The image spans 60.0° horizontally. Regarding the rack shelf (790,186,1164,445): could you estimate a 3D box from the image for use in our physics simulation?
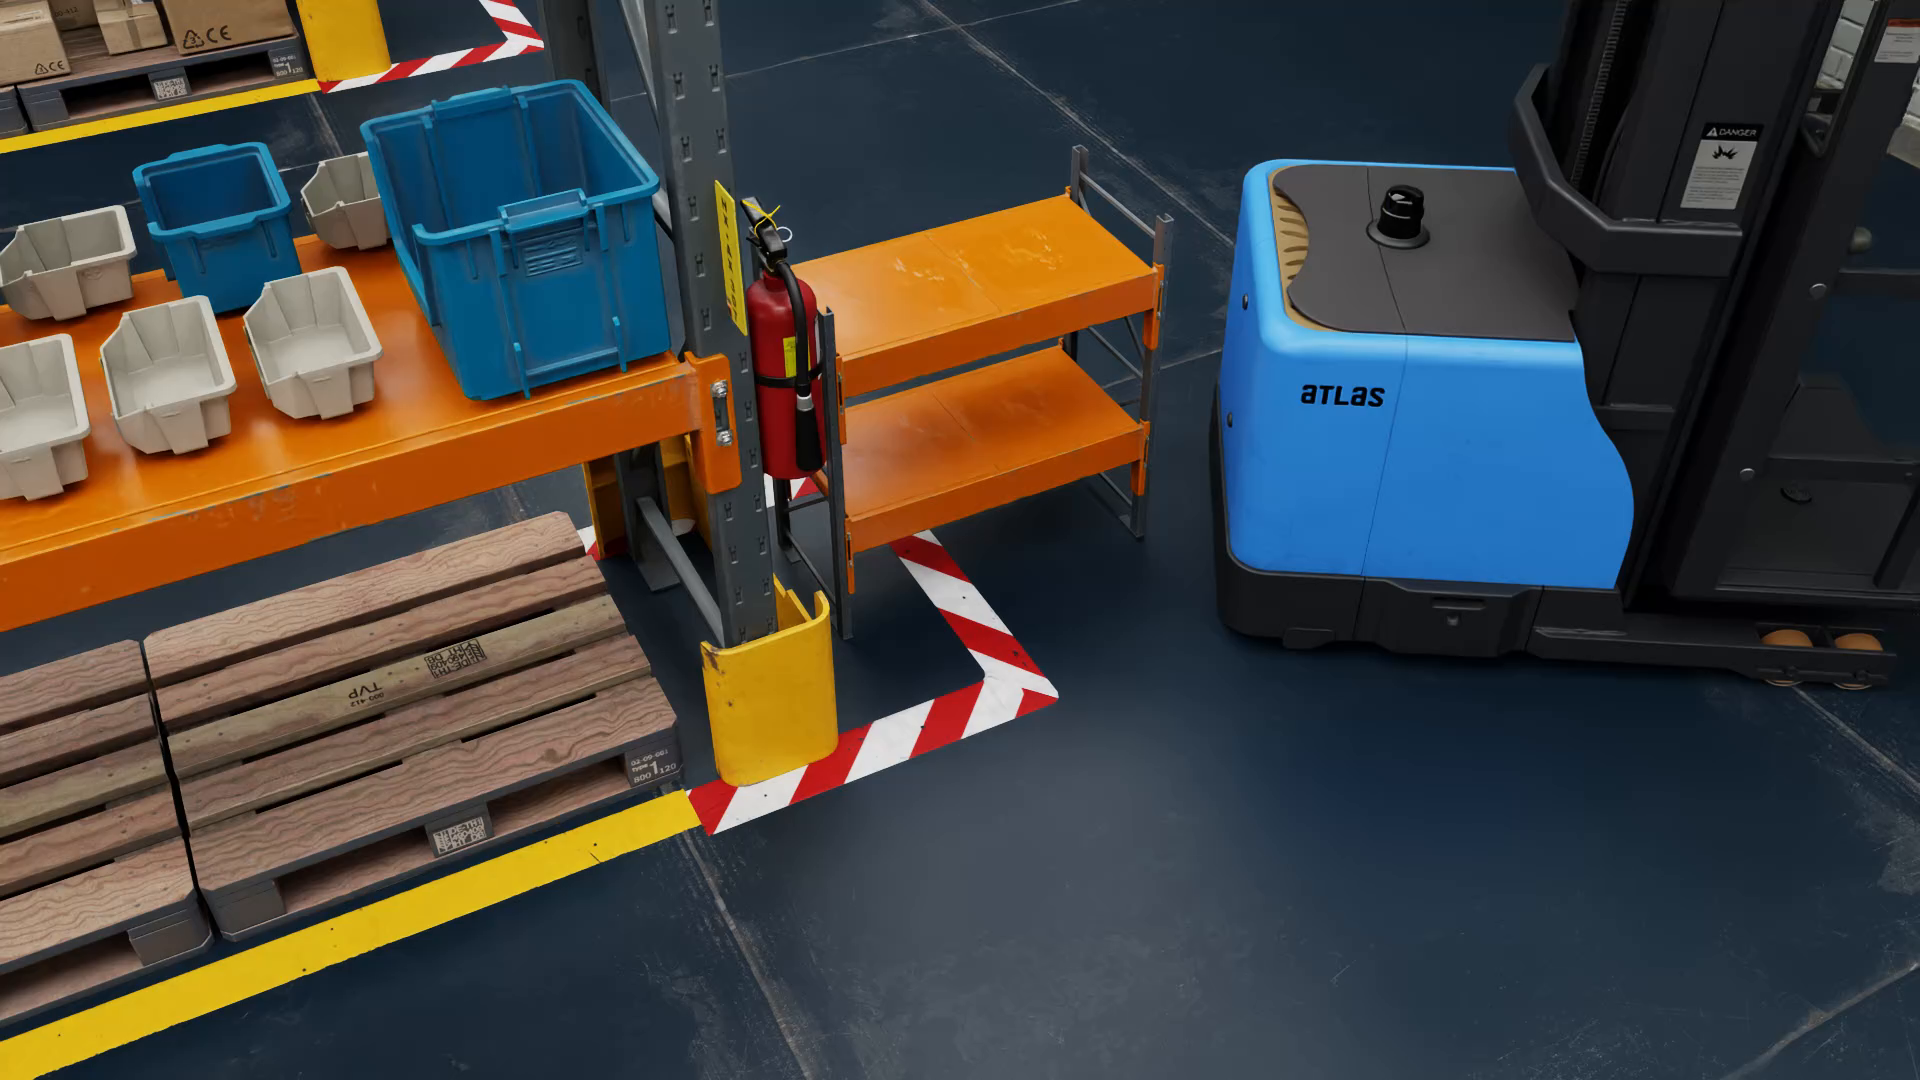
[{"bbox_3d":[0.006,-0.655,4.700,1.000,0.278,0.538,-19,44,-21],"label":"rack shelf"}]

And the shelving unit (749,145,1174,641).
[{"bbox_3d":[0.006,-0.431,4.889,1.048,1.125,0.538,-19,44,-21],"label":"shelving unit"}]

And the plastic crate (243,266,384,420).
[{"bbox_3d":[-1.390,-0.413,3.574,0.243,0.136,0.396,-19,44,-21],"label":"plastic crate"}]

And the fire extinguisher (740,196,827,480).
[{"bbox_3d":[-0.406,-0.451,3.809,0.183,0.674,0.296,-19,44,-21],"label":"fire extinguisher"}]

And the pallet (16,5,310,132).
[{"bbox_3d":[-3.809,-2.352,7.865,1.213,0.211,1.003,-19,44,-21],"label":"pallet"}]

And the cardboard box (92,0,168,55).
[{"bbox_3d":[-3.804,-2.391,7.606,0.250,0.166,0.380,-19,44,-21],"label":"cardboard box"}]

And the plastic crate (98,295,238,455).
[{"bbox_3d":[-1.653,-0.335,3.482,0.243,0.136,0.396,-19,44,-21],"label":"plastic crate"}]

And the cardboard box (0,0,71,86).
[{"bbox_3d":[-4.260,-2.226,7.346,0.500,0.250,0.500,-19,44,-21],"label":"cardboard box"}]

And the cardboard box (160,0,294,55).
[{"bbox_3d":[-3.403,-2.588,7.580,0.500,0.500,0.500,-19,44,-21],"label":"cardboard box"}]

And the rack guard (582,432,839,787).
[{"bbox_3d":[-0.735,0.102,4.743,0.348,0.500,1.175,-19,44,-21],"label":"rack guard"}]

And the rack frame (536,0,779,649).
[{"bbox_3d":[-0.750,-0.838,3.918,0.127,3.000,1.000,-19,44,-21],"label":"rack frame"}]

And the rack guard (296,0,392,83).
[{"bbox_3d":[-3.102,-2.701,8.054,0.348,0.500,1.175,-19,44,-21],"label":"rack guard"}]

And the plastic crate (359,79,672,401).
[{"bbox_3d":[-0.961,-0.667,3.643,0.499,0.435,0.616,-19,44,-21],"label":"plastic crate"}]

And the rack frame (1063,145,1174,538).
[{"bbox_3d":[0.457,-0.583,5.068,0.032,1.125,0.500,-19,44,-21],"label":"rack frame"}]

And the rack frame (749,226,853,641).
[{"bbox_3d":[-0.445,-0.280,4.710,0.032,1.125,0.500,-19,44,-21],"label":"rack frame"}]

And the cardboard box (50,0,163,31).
[{"bbox_3d":[-4.091,-2.647,7.843,0.500,0.250,0.500,-19,44,-21],"label":"cardboard box"}]

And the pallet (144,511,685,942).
[{"bbox_3d":[-1.499,0.450,4.555,1.213,0.211,1.003,-19,44,-21],"label":"pallet"}]

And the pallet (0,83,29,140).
[{"bbox_3d":[-4.889,-1.990,7.438,1.213,0.211,1.003,-19,44,-21],"label":"pallet"}]

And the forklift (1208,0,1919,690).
[{"bbox_3d":[2.303,-1.051,4.223,3.031,2.935,1.130,3,40,3],"label":"forklift"}]

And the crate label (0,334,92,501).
[{"bbox_3d":[-1.889,-0.238,3.367,0.243,0.136,0.396,-19,44,-21],"label":"crate label"}]

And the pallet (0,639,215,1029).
[{"bbox_3d":[-2.580,0.812,4.128,1.213,0.211,1.003,-19,44,-21],"label":"pallet"}]

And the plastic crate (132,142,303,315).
[{"bbox_3d":[-1.705,-0.715,3.857,0.300,0.233,0.416,-19,44,-21],"label":"plastic crate"}]

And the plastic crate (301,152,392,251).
[{"bbox_3d":[-1.444,-0.827,4.063,0.298,0.136,0.250,-19,44,-21],"label":"plastic crate"}]

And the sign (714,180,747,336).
[{"bbox_3d":[-0.481,-0.590,3.499,0.005,0.325,0.100,-19,44,-21],"label":"sign"}]

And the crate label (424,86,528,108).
[{"bbox_3d":[-1.121,-0.912,4.089,0.303,0.233,0.416,-19,44,-21],"label":"crate label"}]

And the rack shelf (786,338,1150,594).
[{"bbox_3d":[0.006,-0.245,5.047,1.000,0.278,0.538,-19,44,-21],"label":"rack shelf"}]

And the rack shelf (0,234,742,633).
[{"bbox_3d":[-2.524,0.034,3.445,4.000,0.370,1.077,-19,44,-21],"label":"rack shelf"}]

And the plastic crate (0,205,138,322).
[{"bbox_3d":[-2.045,-0.624,3.824,0.298,0.136,0.250,-19,44,-21],"label":"plastic crate"}]
